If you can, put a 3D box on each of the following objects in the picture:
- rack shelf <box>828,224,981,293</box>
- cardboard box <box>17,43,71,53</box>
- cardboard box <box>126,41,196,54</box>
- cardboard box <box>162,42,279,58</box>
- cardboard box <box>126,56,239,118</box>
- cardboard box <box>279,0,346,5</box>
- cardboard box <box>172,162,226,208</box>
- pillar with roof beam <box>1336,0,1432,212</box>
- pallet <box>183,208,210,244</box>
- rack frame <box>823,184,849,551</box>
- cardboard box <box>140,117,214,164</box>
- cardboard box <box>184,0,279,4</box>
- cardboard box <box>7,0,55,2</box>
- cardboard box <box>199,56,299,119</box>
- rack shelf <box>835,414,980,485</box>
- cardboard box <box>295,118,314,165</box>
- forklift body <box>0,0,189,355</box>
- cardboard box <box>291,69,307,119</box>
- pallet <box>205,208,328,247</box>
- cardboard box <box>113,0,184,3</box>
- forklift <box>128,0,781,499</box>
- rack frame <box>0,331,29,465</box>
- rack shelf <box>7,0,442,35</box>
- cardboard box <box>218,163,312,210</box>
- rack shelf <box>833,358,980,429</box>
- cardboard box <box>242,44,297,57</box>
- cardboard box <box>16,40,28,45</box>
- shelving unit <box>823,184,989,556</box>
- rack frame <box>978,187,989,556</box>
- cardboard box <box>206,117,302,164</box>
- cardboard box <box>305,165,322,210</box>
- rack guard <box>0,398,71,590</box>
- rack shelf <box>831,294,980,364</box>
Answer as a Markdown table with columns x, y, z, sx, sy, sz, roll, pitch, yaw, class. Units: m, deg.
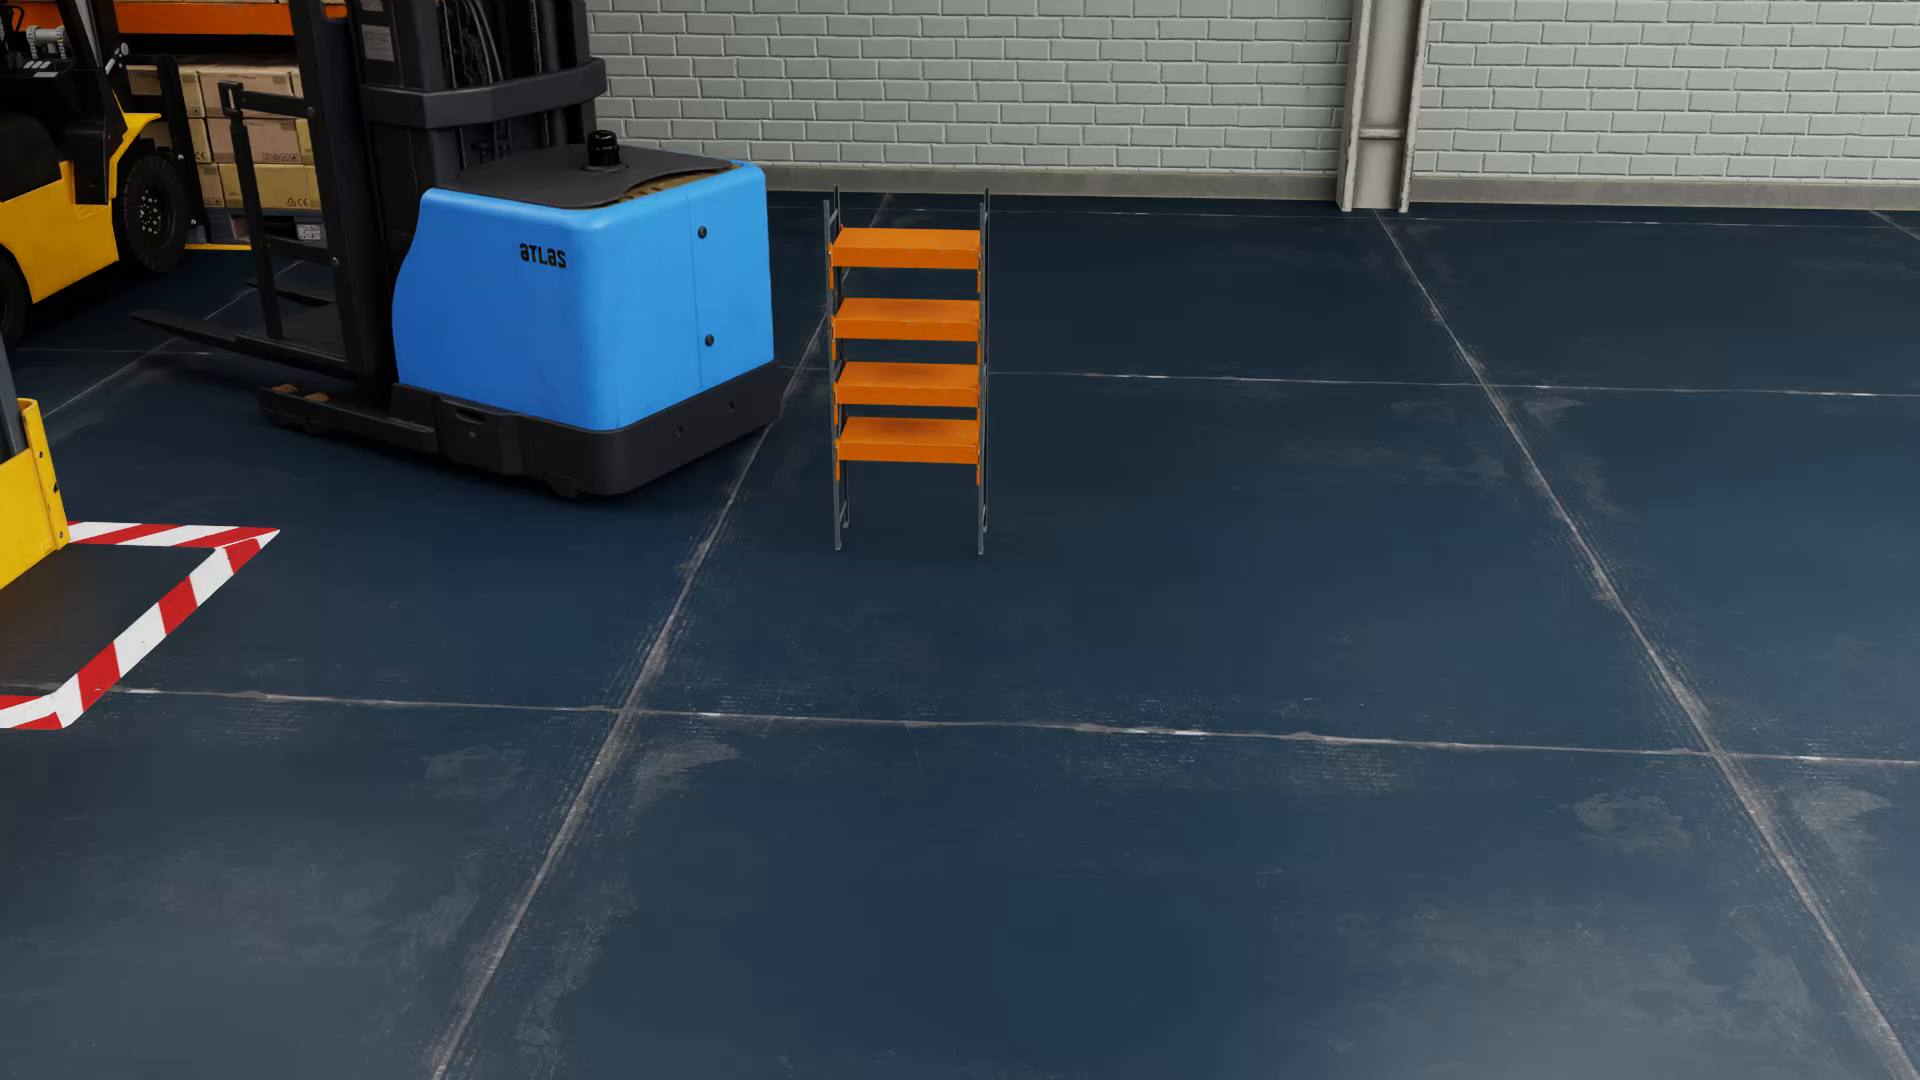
| x | y | z | sx | sy | sz | roll | pitch | yaw | class |
| --- | --- | --- | --- | --- | --- | --- | --- | --- | --- |
| -0.165 | -0.907 | 5.346 | 0.480 | 0.148 | 0.258 | 2 | 25 | 4 | rack shelf |
| -5.306 | -2.767 | 9.765 | 0.500 | 0.250 | 0.500 | 2 | 25 | 4 | cardboard box |
| -4.804 | -2.754 | 9.737 | 0.500 | 0.250 | 0.500 | 1 | 25 | 3 | cardboard box |
| -4.294 | -2.735 | 9.696 | 0.500 | 0.250 | 0.500 | 2 | 25 | 4 | cardboard box |
| -4.329 | -2.516 | 9.220 | 0.500 | 0.250 | 0.500 | 2 | 25 | 5 | cardboard box |
| -3.344 | -3.161 | 8.912 | 0.500 | 0.500 | 0.500 | 1 | 25 | 3 | cardboard box |
| -4.319 | -2.074 | 9.456 | 0.500 | 0.250 | 0.500 | 2 | 25 | 5 | cardboard box |
| 2.195 | -4.347 | 4.431 | 0.400 | 9.000 | 9.100 | 2 | 25 | 4 | pillar with roof beam |
| -4.812 | -1.990 | 9.822 | 1.213 | 0.211 | 1.003 | 2 | 25 | 4 | pallet |
| -0.408 | -0.558 | 5.528 | 0.015 | 1.200 | 0.240 | 2 | 25 | 4 | rack frame |
| -4.358 | -2.292 | 9.331 | 0.500 | 0.250 | 0.500 | 1 | 25 | 3 | cardboard box |
| -3.860 | -3.182 | 8.957 | 0.500 | 0.500 | 0.500 | 3 | 25 | 6 | cardboard box |
| -4.873 | -3.210 | 9.017 | 0.500 | 0.500 | 0.500 | 2 | 25 | 4 | cardboard box |
| -3.826 | -2.504 | 9.194 | 0.500 | 0.250 | 0.500 | 2 | 25 | 5 | cardboard box |
| -0.165 | -0.309 | 5.622 | 0.480 | 0.148 | 0.258 | 2 | 25 | 4 | rack shelf |
| -3.342 | -2.264 | 9.270 | 0.500 | 0.250 | 0.500 | 2 | 25 | 3 | cardboard box |
| -4.863 | -2.124 | 7.794 | 1.214 | 2.155 | 2.313 | 2 | 25 | 4 | forklift body |
| -3.316 | -2.490 | 9.164 | 0.500 | 0.250 | 0.500 | 3 | 25 | 6 | cardboard box |
| -3.599 | -1.950 | 9.735 | 1.213 | 0.211 | 1.003 | 2 | 25 | 4 | pallet |
| -4.371 | -3.198 | 8.992 | 0.500 | 0.500 | 0.500 | 1 | 25 | 3 | cardboard box |
| -2.243 | -1.926 | 6.428 | 3.031 | 2.935 | 1.130 | 14 | 28 | 28 | forklift |
| -3.209 | -1.141 | 4.640 | 0.127 | 3.000 | 1.000 | 2 | 25 | 4 | rack frame |
| -4.827 | -2.947 | 9.426 | 4.000 | 0.370 | 1.077 | 2 | 25 | 4 | rack shelf |
| -3.821 | -2.054 | 9.413 | 0.500 | 0.250 | 0.500 | 2 | 25 | 4 | cardboard box |
| -0.165 | -0.489 | 5.539 | 0.480 | 0.148 | 0.258 | 2 | 25 | 4 | rack shelf |
| -3.796 | -2.714 | 9.651 | 0.500 | 0.250 | 0.500 | 2 | 25 | 4 | cardboard box |
| -5.809 | -2.788 | 9.812 | 0.500 | 0.250 | 0.500 | 1 | 25 | 3 | cardboard box |
| -0.165 | -0.550 | 5.511 | 0.503 | 1.200 | 0.258 | 2 | 25 | 4 | shelving unit |
| 0.078 | -0.543 | 5.494 | 0.015 | 1.200 | 0.240 | 2 | 25 | 4 | rack frame |
| -3.842 | -2.284 | 9.315 | 0.500 | 0.250 | 0.500 | 2 | 25 | 3 | cardboard box |
| -3.326 | -2.035 | 9.370 | 0.500 | 0.250 | 0.500 | 2 | 25 | 4 | cardboard box |
| -3.285 | -0.008 | 5.168 | 0.348 | 0.500 | 1.175 | 2 | 25 | 4 | rack guard |
| -0.165 | -0.692 | 5.445 | 0.480 | 0.148 | 0.258 | 2 | 25 | 4 | rack shelf |
